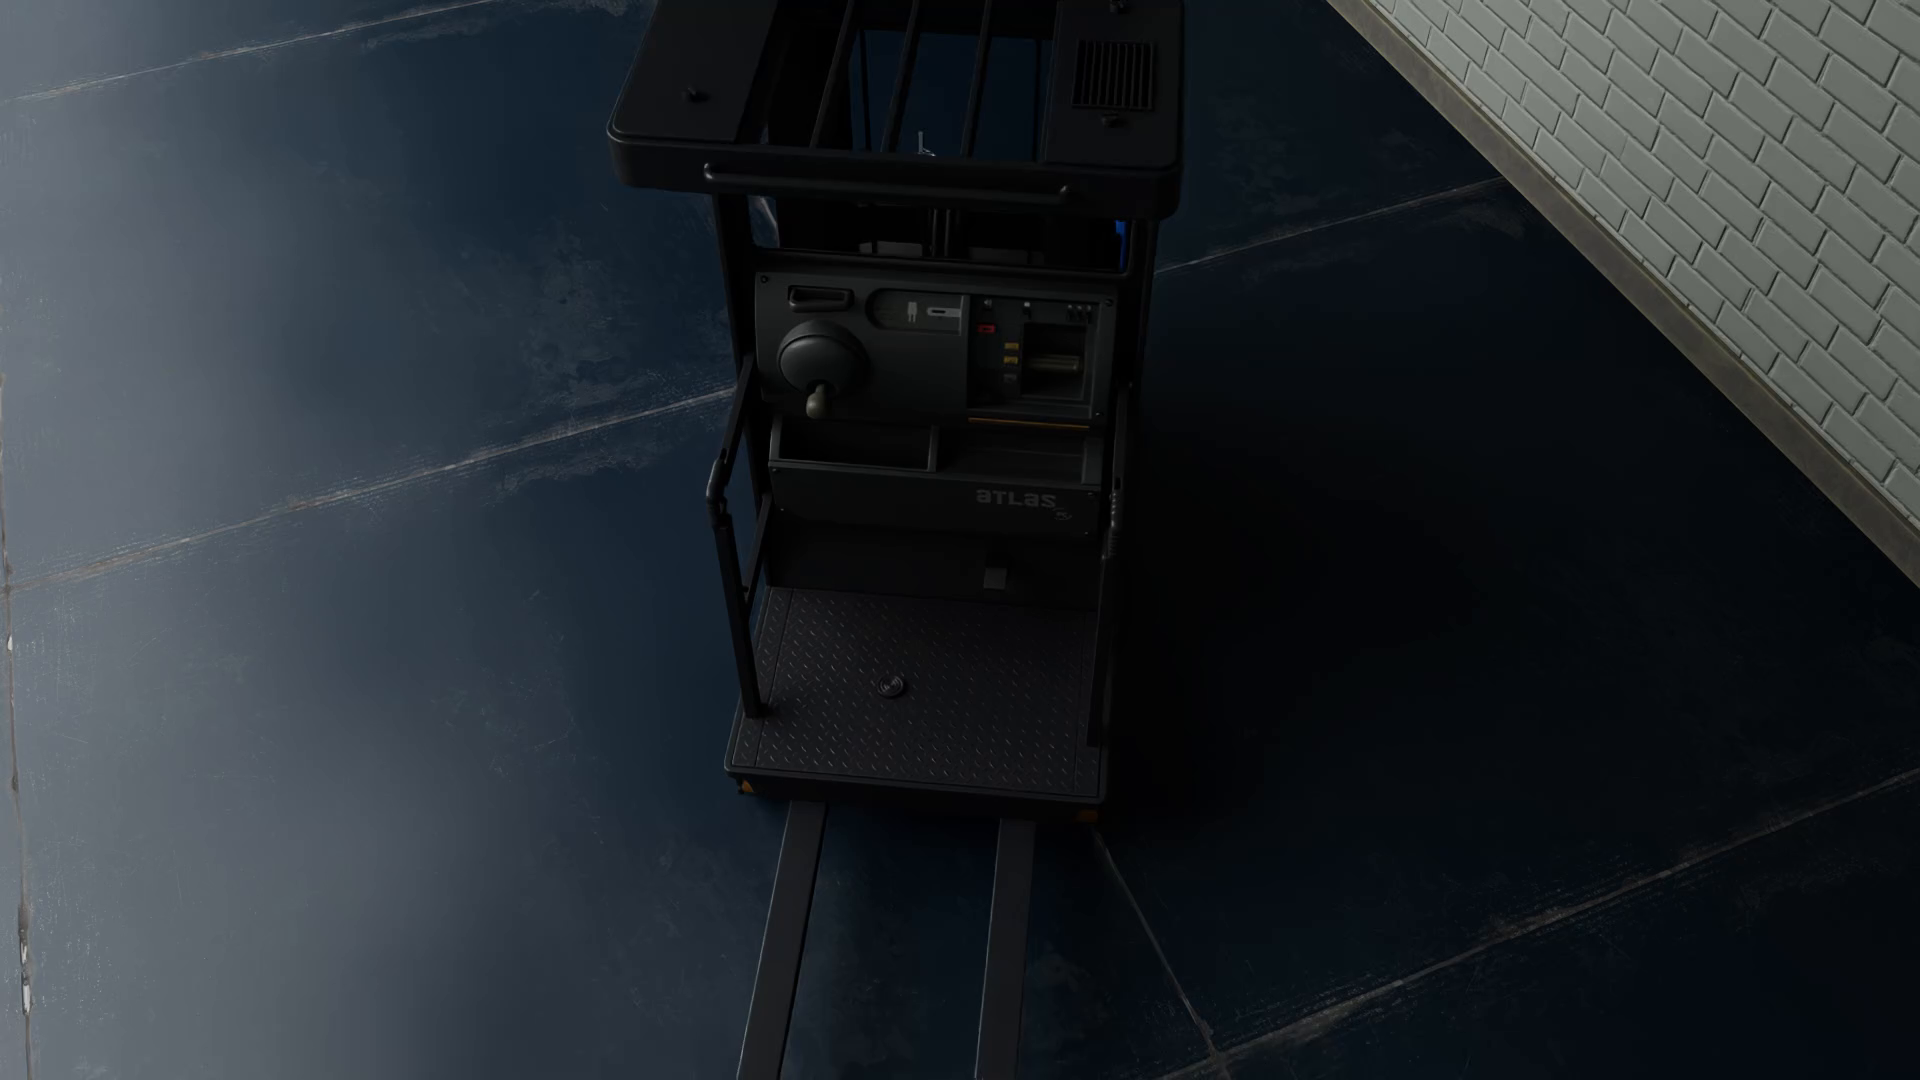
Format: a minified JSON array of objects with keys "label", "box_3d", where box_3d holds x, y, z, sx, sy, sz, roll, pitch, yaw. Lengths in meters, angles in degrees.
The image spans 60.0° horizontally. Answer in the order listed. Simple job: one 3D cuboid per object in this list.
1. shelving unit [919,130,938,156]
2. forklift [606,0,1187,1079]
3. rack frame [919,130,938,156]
[{"label":"shelving unit","box_3d":[-0.134,-1.016,6.030,0.210,0.900,0.258,-35,58,-26]},{"label":"forklift","box_3d":[-0.085,-0.385,4.149,1.130,2.935,3.031,4,49,4]},{"label":"rack frame","box_3d":[-0.060,-1.069,6.075,0.006,0.900,0.240,-35,58,-26]}]
